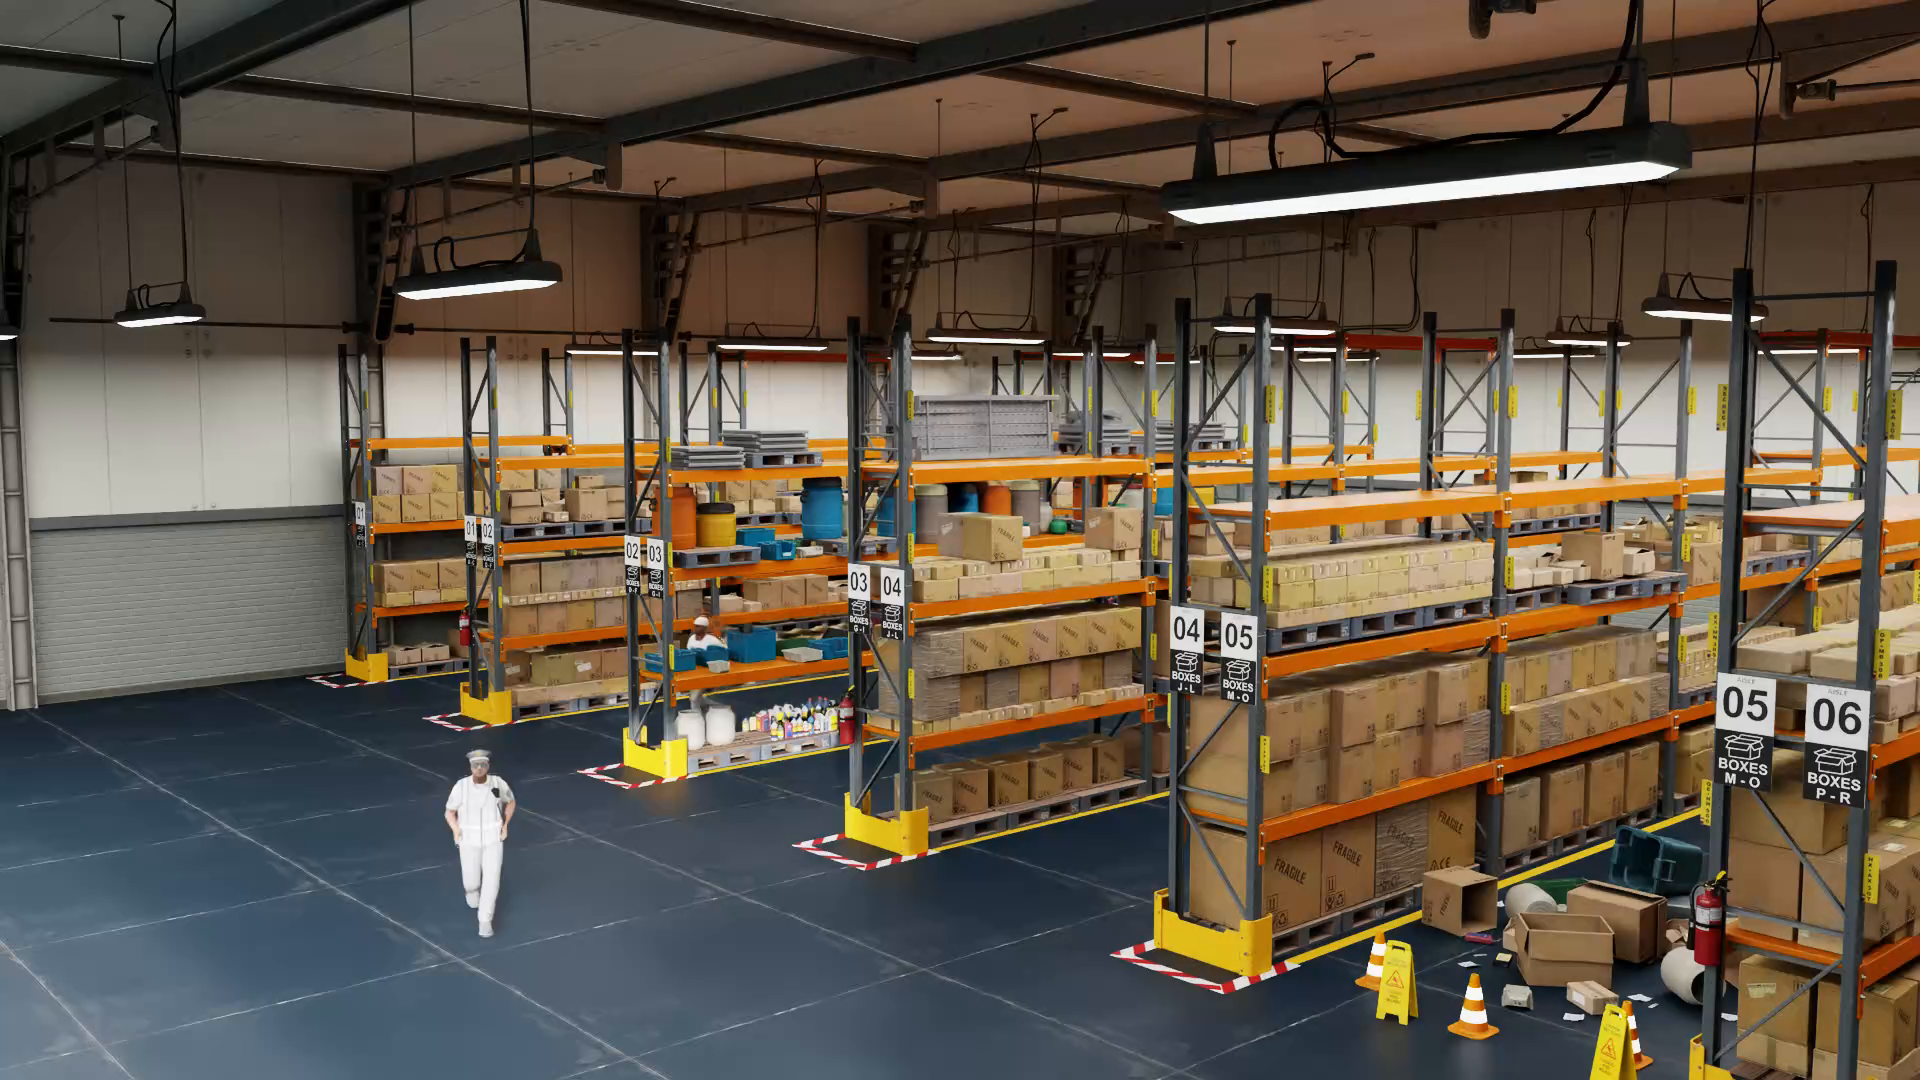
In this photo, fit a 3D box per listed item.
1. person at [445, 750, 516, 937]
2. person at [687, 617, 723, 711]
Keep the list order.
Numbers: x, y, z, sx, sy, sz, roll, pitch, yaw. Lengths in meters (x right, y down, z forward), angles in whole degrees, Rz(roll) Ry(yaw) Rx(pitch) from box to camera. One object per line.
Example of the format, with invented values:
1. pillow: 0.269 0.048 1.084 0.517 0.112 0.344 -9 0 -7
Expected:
1. person: -4.605 2.870 16.021 0.663 1.758 0.752 -2 5 -19
2. person: -3.912 2.024 25.129 0.712 1.745 0.897 4 7 39
